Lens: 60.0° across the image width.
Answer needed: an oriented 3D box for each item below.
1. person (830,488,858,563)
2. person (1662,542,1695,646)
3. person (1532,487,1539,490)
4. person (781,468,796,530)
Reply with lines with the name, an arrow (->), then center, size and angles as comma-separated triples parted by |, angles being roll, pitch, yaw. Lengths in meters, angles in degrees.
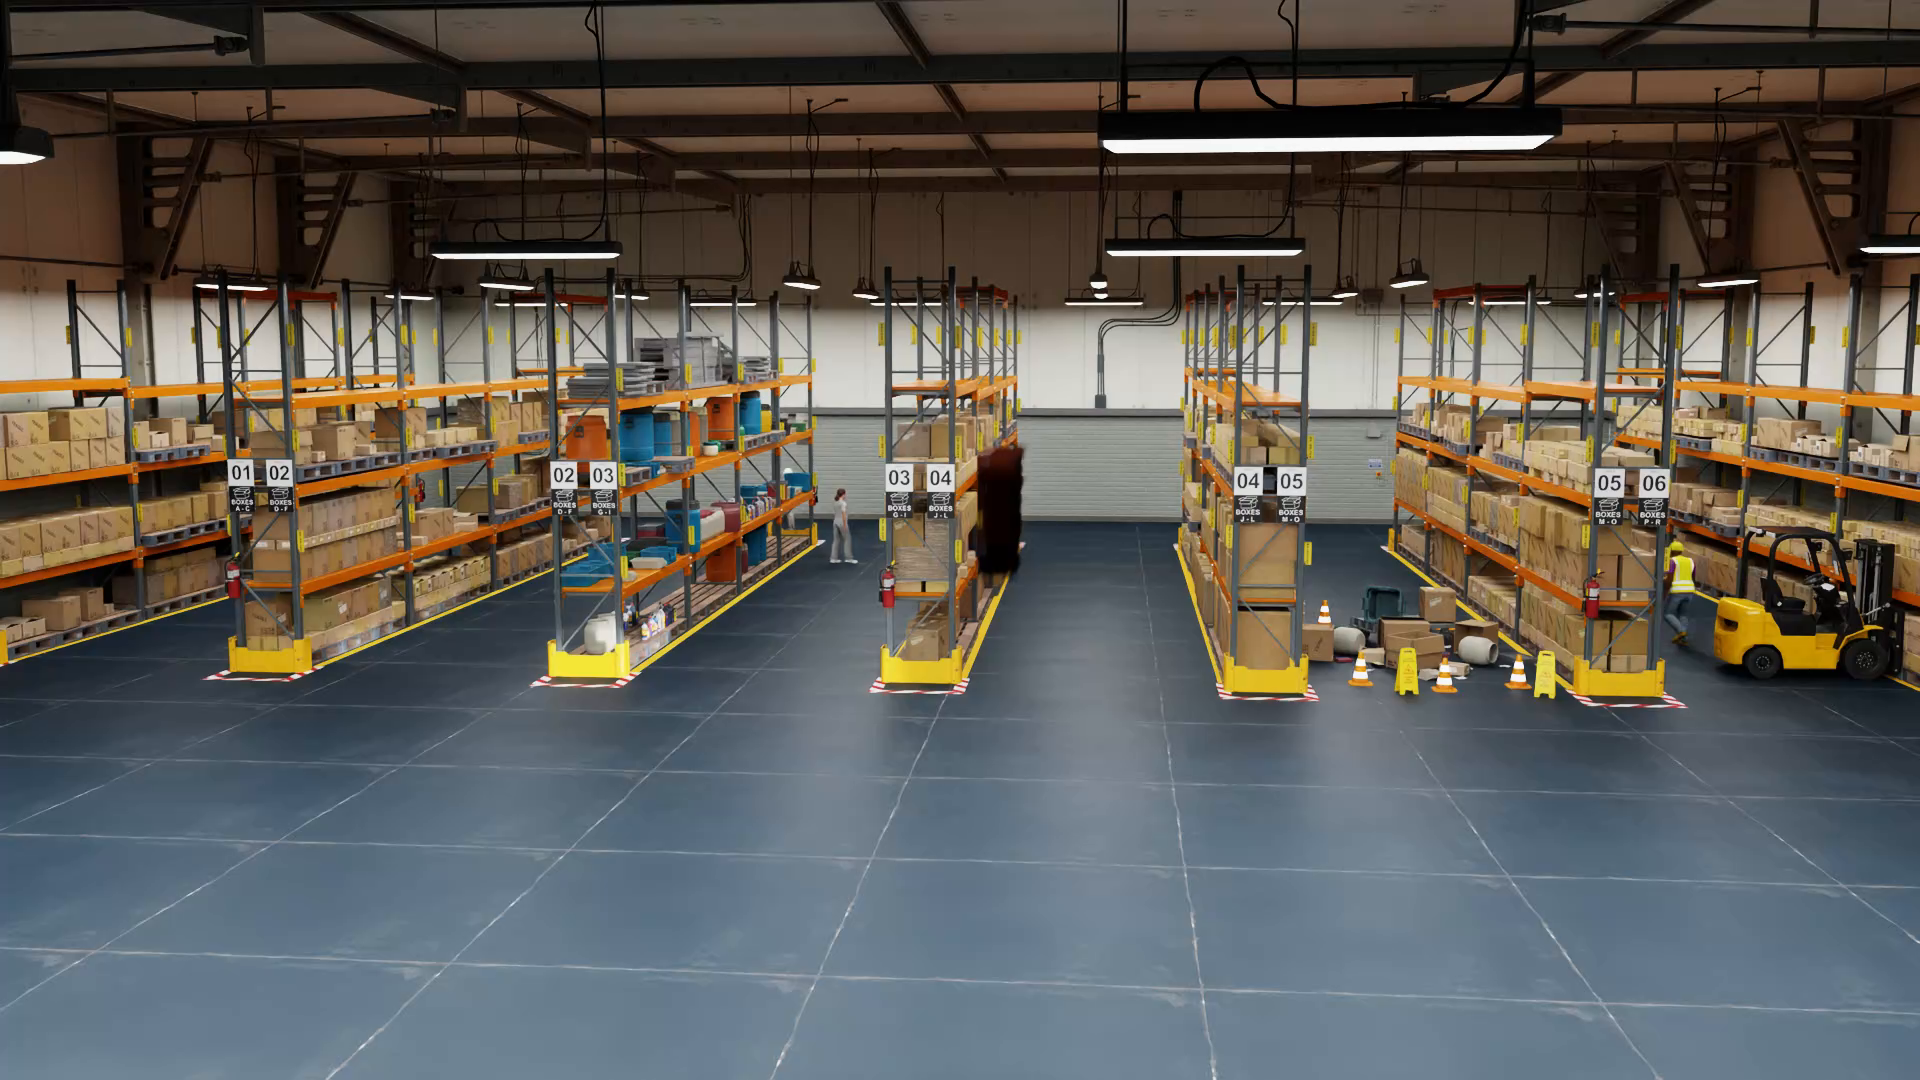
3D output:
person -> -2.613, -0.310, 36.987 | 0.636, 1.678, 0.476 | -6, 9, -40
person -> 11.808, 0.875, 27.281 | 0.642, 1.660, 0.762 | -1, 7, -6
person -> 12.949, -0.410, 37.279 | 0.603, 1.790, 0.472 | -5, 9, -38
person -> -4.403, -0.970, 42.159 | 1.061, 1.726, 0.526 | 4, 8, 31
